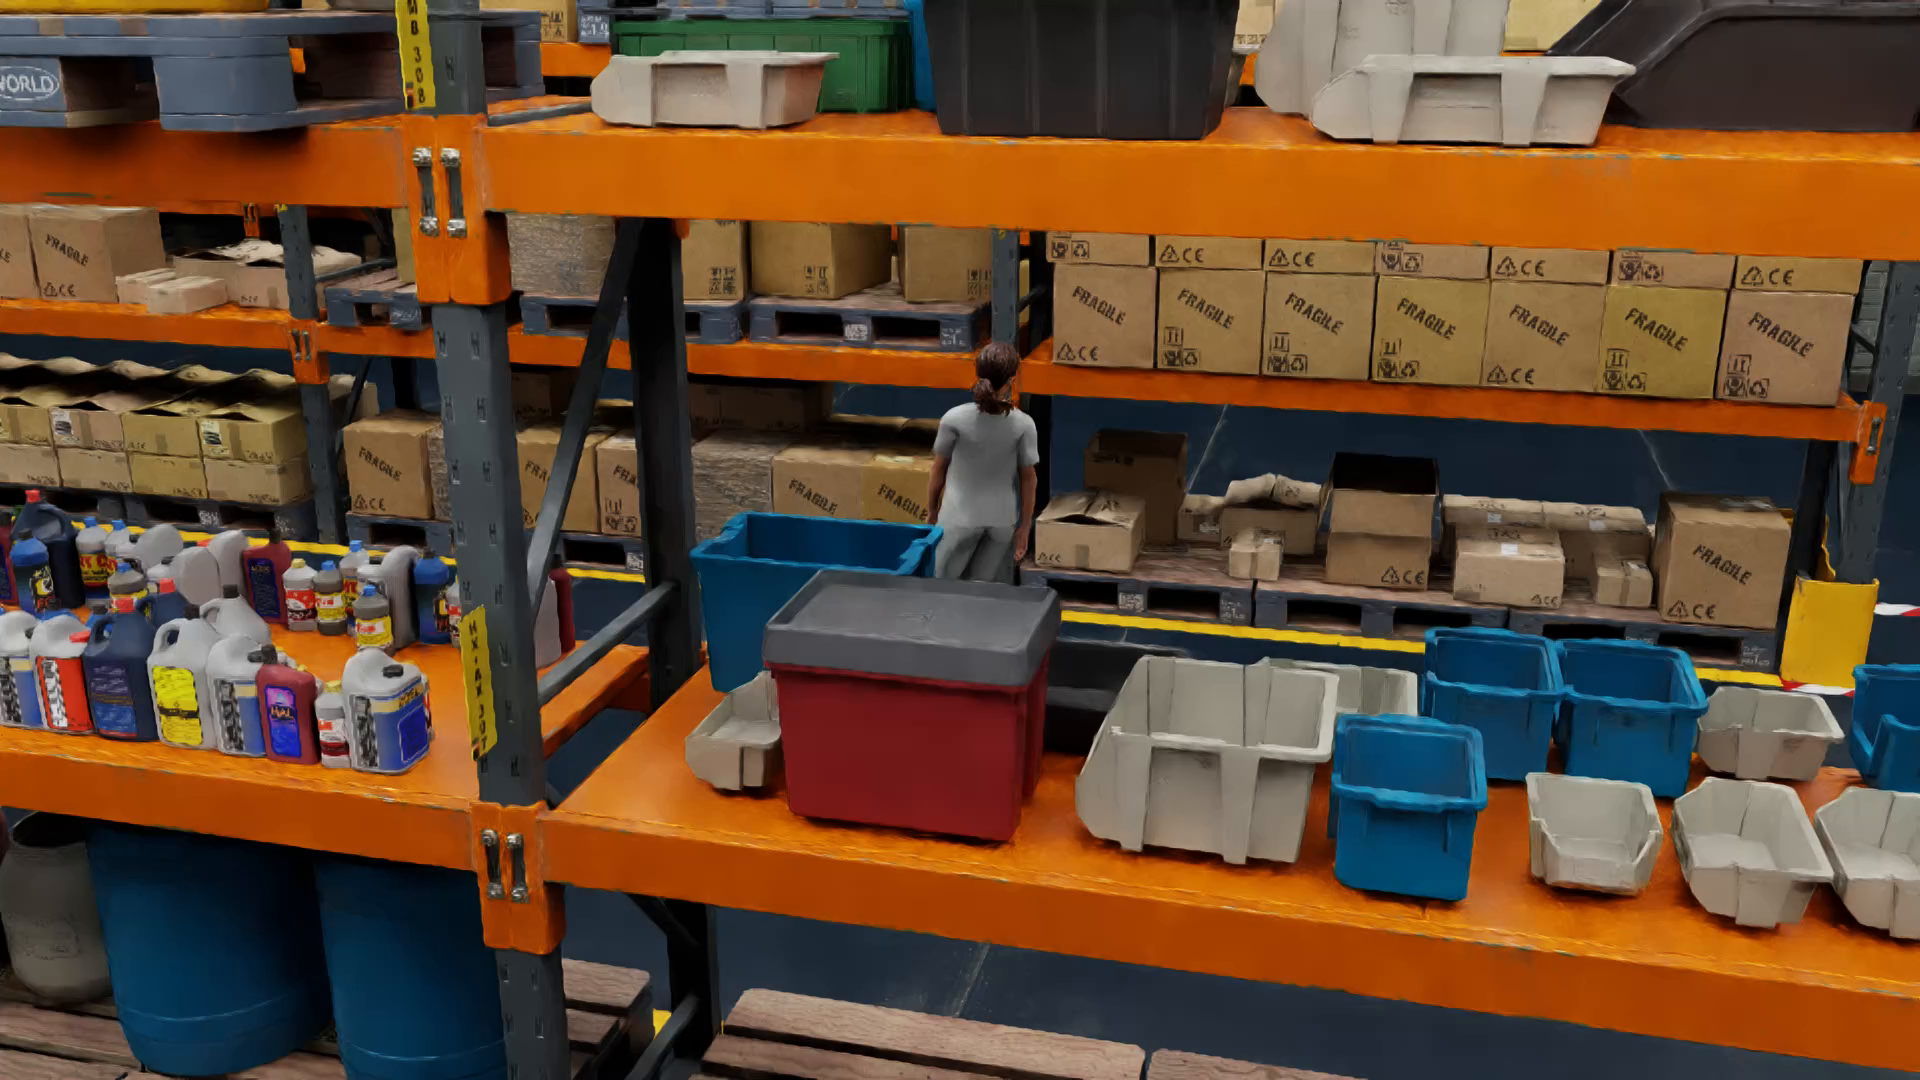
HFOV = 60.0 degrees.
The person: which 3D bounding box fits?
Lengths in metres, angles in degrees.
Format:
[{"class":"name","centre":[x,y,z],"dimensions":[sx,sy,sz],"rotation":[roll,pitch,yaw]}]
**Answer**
[{"class":"person","centre":[0.091,-0.064,7.294],"dimensions":[0.488,1.647,0.740],"rotation":[-4,19,-12]}]
